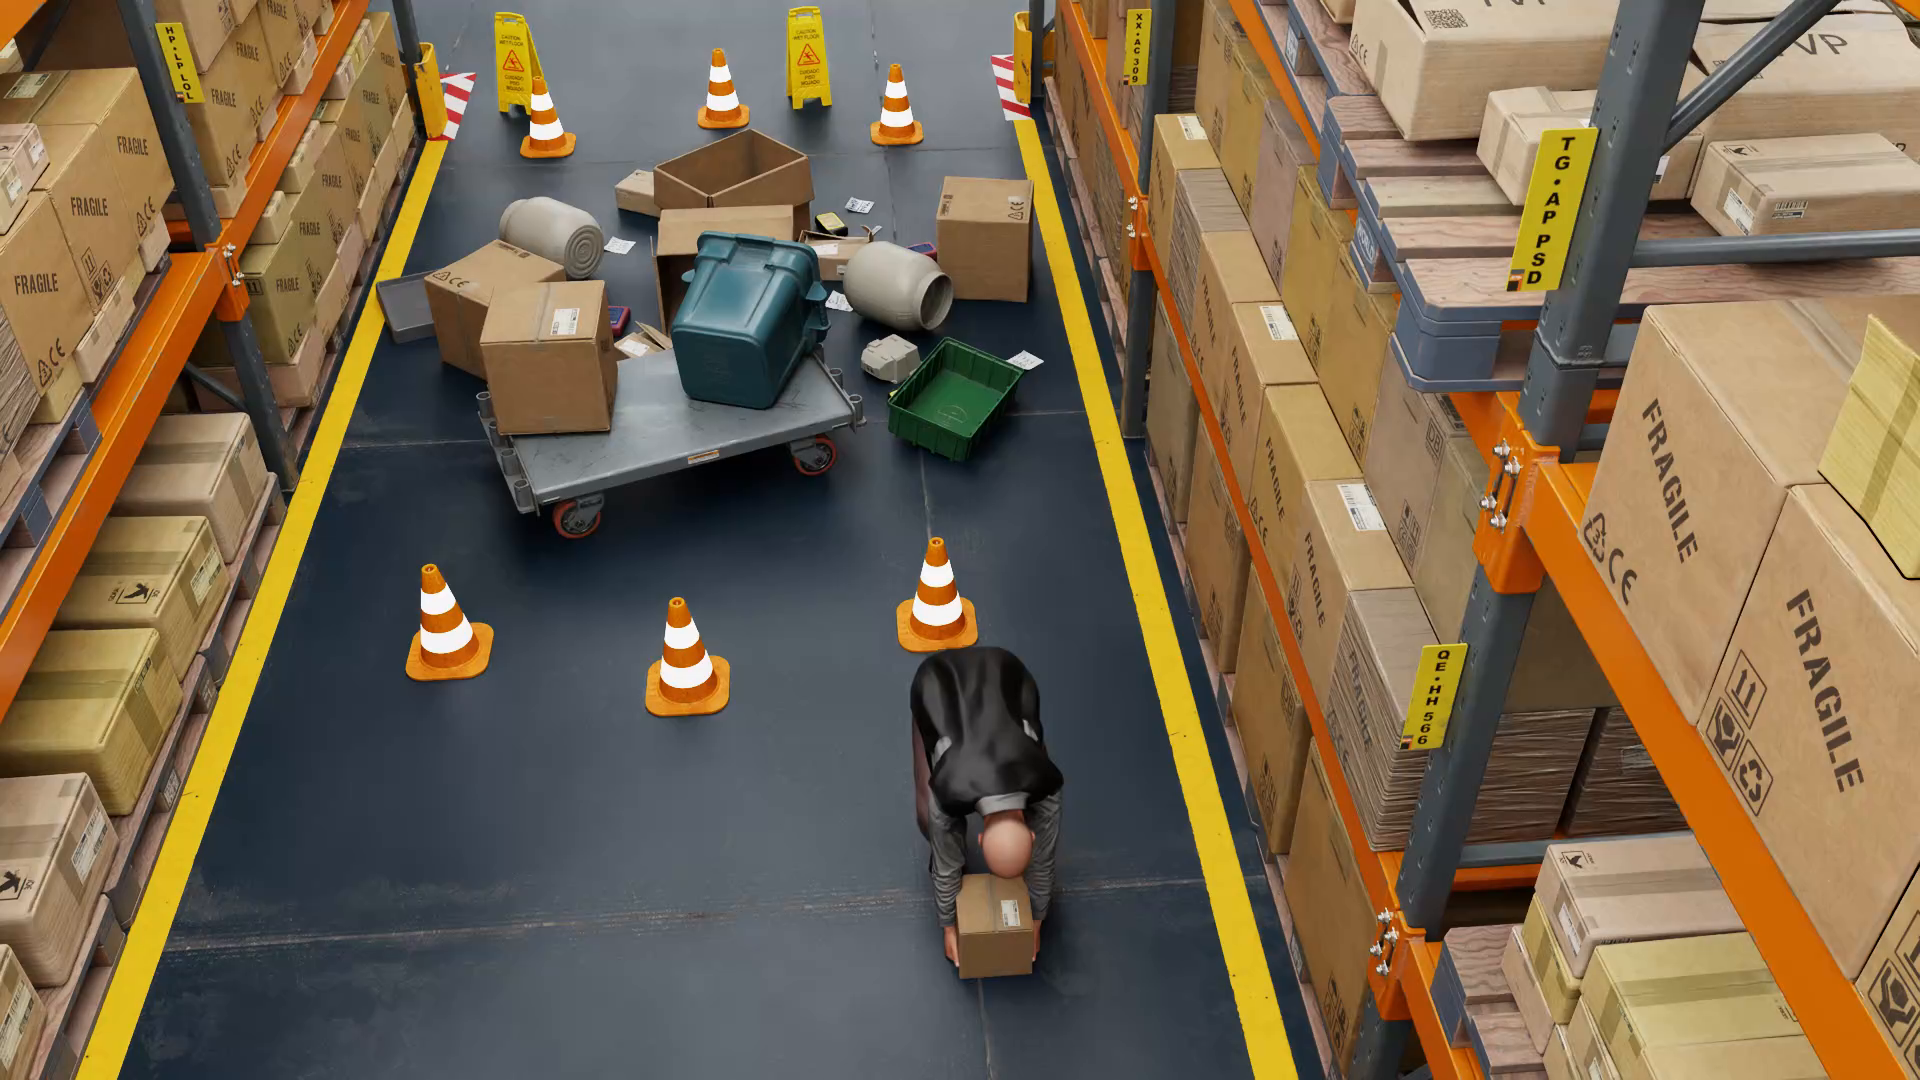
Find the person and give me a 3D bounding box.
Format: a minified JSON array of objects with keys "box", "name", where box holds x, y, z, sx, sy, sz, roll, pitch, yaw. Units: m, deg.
[{"box":[0.096,0.900,5.772,0.507,0.860,0.954,-4,39,-5],"name":"person"}]
